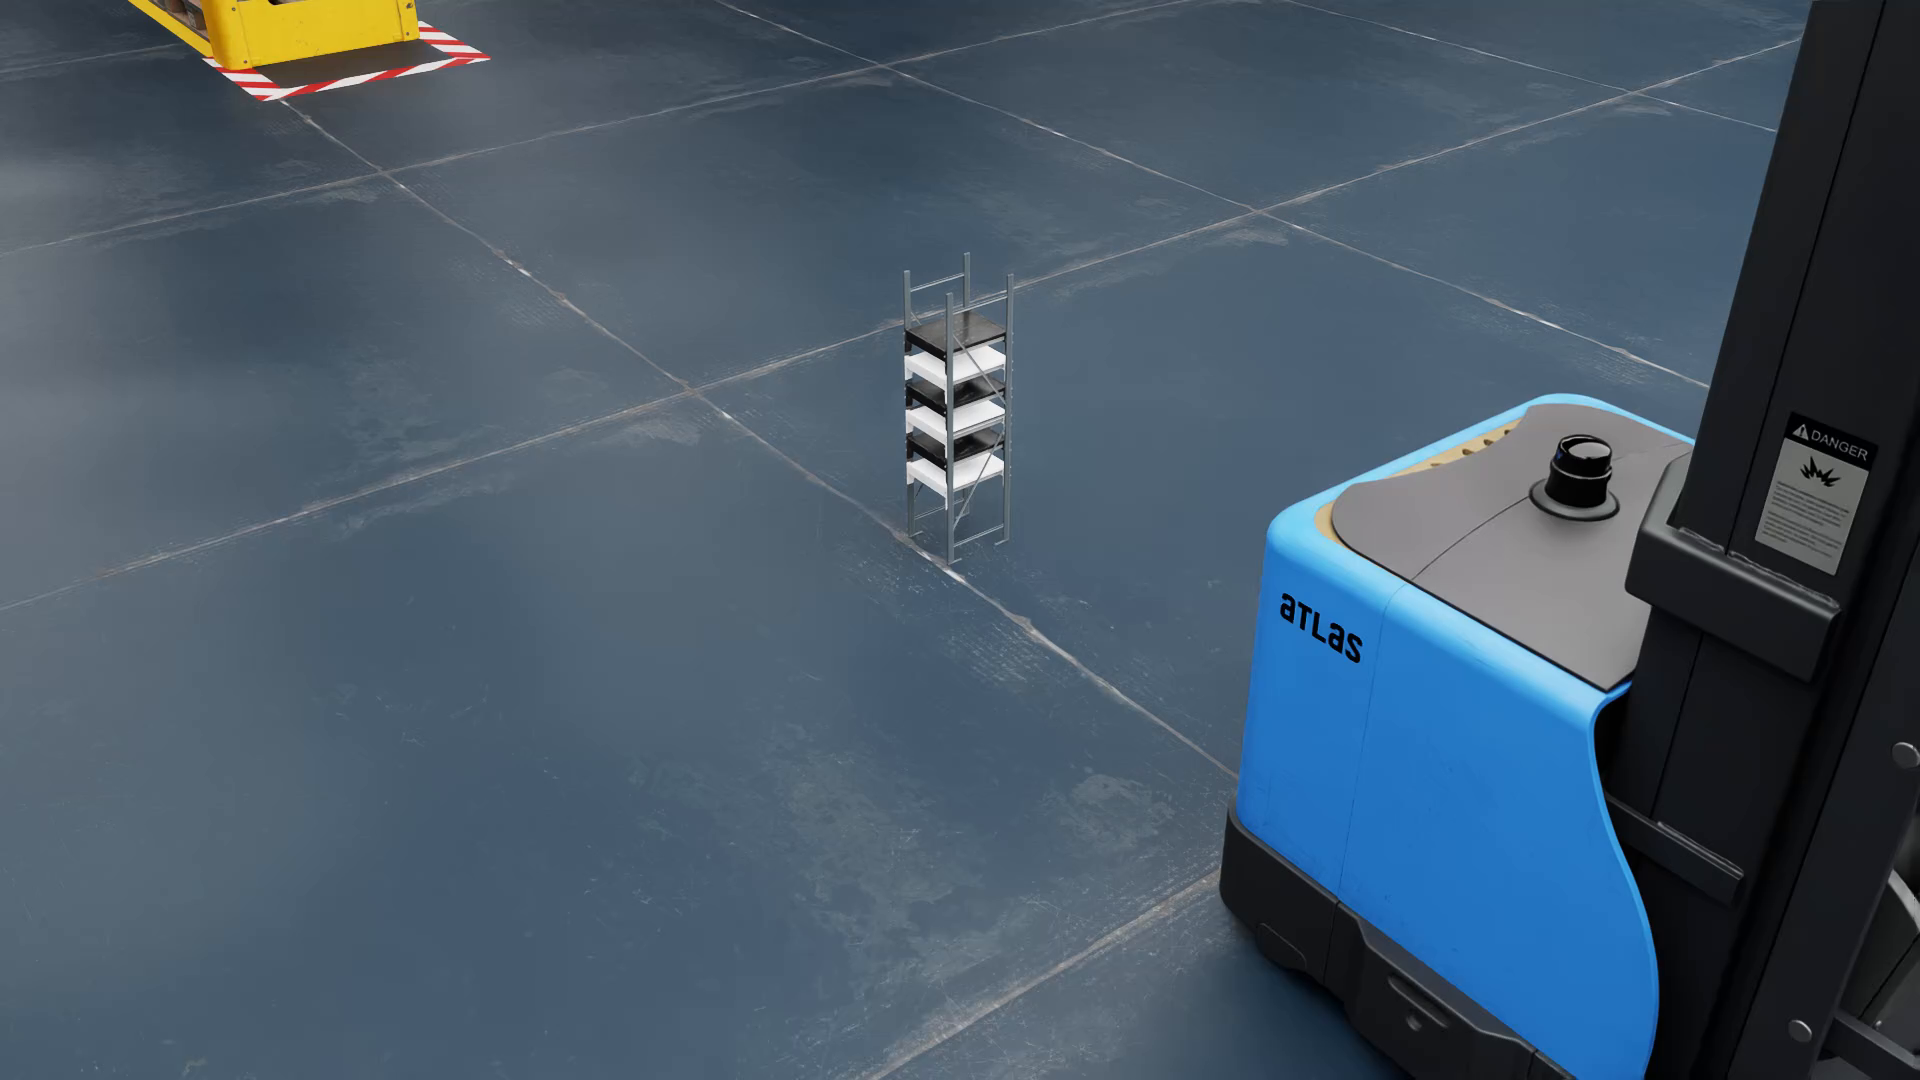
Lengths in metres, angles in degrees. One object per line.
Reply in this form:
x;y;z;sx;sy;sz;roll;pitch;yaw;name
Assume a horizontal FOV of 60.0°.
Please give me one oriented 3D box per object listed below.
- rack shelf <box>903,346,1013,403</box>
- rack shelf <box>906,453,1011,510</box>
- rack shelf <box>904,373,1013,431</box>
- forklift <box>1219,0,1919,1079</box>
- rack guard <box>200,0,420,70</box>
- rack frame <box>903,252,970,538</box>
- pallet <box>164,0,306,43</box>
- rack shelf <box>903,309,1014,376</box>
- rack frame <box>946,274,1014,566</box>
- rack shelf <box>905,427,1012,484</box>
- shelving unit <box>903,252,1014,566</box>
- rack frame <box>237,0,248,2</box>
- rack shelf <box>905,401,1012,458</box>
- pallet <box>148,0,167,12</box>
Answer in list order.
-0.005;-0.510;4.941;0.258;0.077;0.200;-22;38;-31;rack shelf
-0.005;-0.204;5.131;0.258;0.077;0.200;-22;38;-31;rack shelf
-0.005;-0.434;4.988;0.258;0.077;0.200;-22;38;-31;rack shelf
1.881;0.086;2.333;1.130;2.935;3.031;-22;38;-31;forklift
-3.862;-3.180;9.896;1.175;0.500;0.348;-22;38;-31;rack guard
-0.067;-0.428;5.086;0.240;0.900;0.006;-22;38;-31;rack frame
-4.356;-3.397;10.520;1.003;0.211;1.213;-22;38;-31;pallet
-0.005;-0.587;4.893;0.258;0.077;0.200;-22;38;-31;rack shelf
0.057;-0.343;4.950;0.240;0.900;0.006;-22;38;-31;rack frame
-0.005;-0.281;5.083;0.258;0.077;0.200;-22;38;-31;rack shelf
-0.005;-0.386;5.018;0.258;0.900;0.210;-22;38;-31;shelving unit
-3.778;-4.225;9.210;1.000;3.000;0.127;-22;38;-31;rack frame
-0.005;-0.357;5.036;0.258;0.077;0.200;-22;38;-31;rack shelf
-5.100;-3.905;11.338;1.003;0.211;1.213;-22;38;-31;pallet
